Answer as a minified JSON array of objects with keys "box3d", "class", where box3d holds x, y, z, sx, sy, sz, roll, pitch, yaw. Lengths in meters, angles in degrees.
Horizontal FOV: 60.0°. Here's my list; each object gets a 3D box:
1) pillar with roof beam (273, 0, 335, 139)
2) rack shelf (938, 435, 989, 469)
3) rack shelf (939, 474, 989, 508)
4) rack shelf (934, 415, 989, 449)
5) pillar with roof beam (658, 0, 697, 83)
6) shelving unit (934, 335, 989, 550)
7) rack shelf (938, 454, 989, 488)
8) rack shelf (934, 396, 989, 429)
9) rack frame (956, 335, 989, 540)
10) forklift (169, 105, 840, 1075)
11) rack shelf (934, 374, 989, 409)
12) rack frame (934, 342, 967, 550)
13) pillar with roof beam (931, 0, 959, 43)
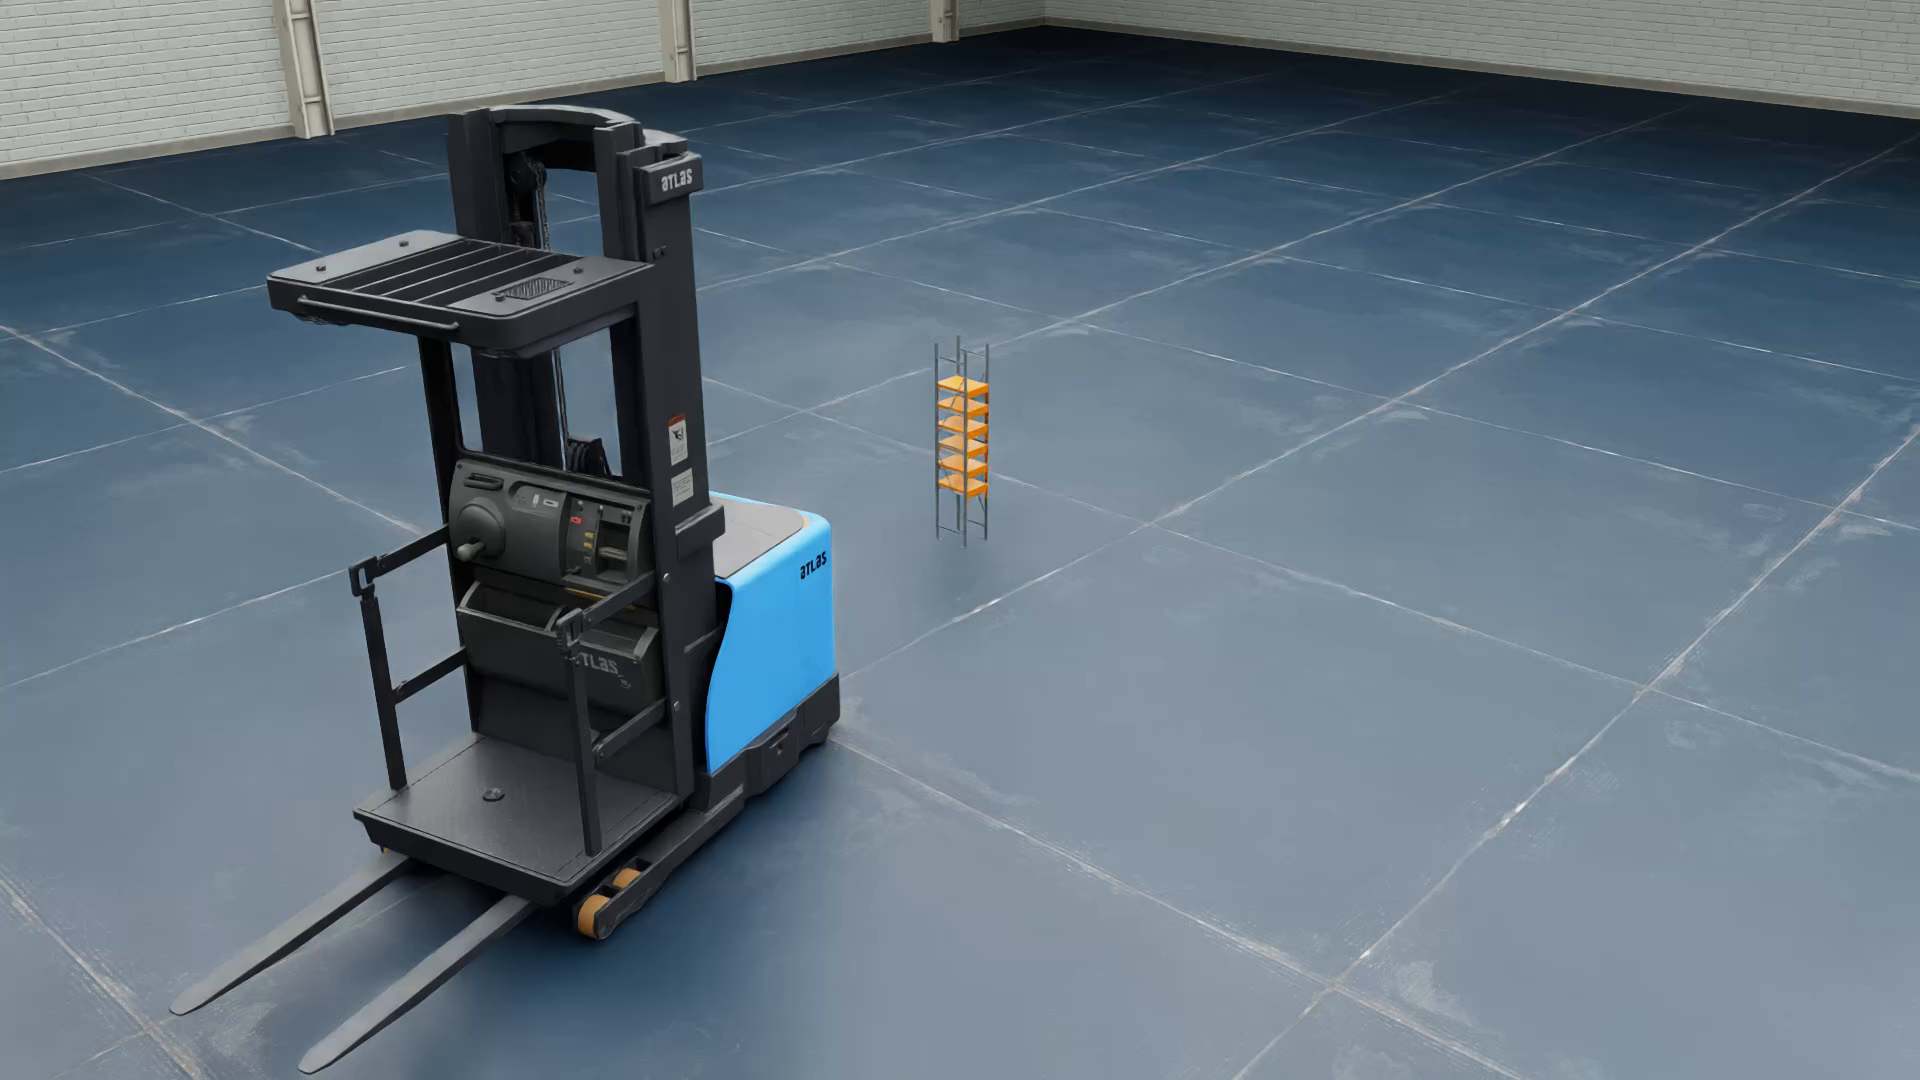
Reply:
[{"box3d":[-5.068,-8.122,16.865,9.100,9.000,0.400,20,31,38],"class":"pillar with roof beam"},{"box3d":[0.010,-0.511,9.533,0.258,0.103,0.180,20,31,38],"class":"rack shelf"},{"box3d":[0.010,-0.292,9.631,0.258,0.103,0.180,20,31,38],"class":"rack shelf"},{"box3d":[0.010,-0.621,9.483,0.258,0.103,0.180,20,31,38],"class":"rack shelf"},{"box3d":[-1.063,-9.950,20.942,9.100,9.000,0.400,20,31,38],"class":"pillar with roof beam"},{"box3d":[0.010,-0.552,9.514,0.258,1.200,0.189,20,31,38],"class":"shelving unit"},{"box3d":[0.010,-0.402,9.582,0.258,0.103,0.180,20,31,38],"class":"rack shelf"},{"box3d":[0.010,-0.730,9.434,0.258,0.103,0.180,20,31,38],"class":"rack shelf"},{"box3d":[0.071,-0.580,9.577,0.240,1.200,0.006,20,31,38],"class":"rack frame"},{"box3d":[-1.689,-0.023,6.218,1.130,2.935,3.031,12,27,25],"class":"forklift"},{"box3d":[0.010,-0.840,9.385,0.258,0.103,0.180,20,31,38],"class":"rack shelf"},{"box3d":[-0.051,-0.524,9.452,0.240,1.200,0.006,20,31,38],"class":"rack frame"},{"box3d":[2.941,-11.778,25.019,9.100,9.000,0.400,20,31,38],"class":"pillar with roof beam"}]
